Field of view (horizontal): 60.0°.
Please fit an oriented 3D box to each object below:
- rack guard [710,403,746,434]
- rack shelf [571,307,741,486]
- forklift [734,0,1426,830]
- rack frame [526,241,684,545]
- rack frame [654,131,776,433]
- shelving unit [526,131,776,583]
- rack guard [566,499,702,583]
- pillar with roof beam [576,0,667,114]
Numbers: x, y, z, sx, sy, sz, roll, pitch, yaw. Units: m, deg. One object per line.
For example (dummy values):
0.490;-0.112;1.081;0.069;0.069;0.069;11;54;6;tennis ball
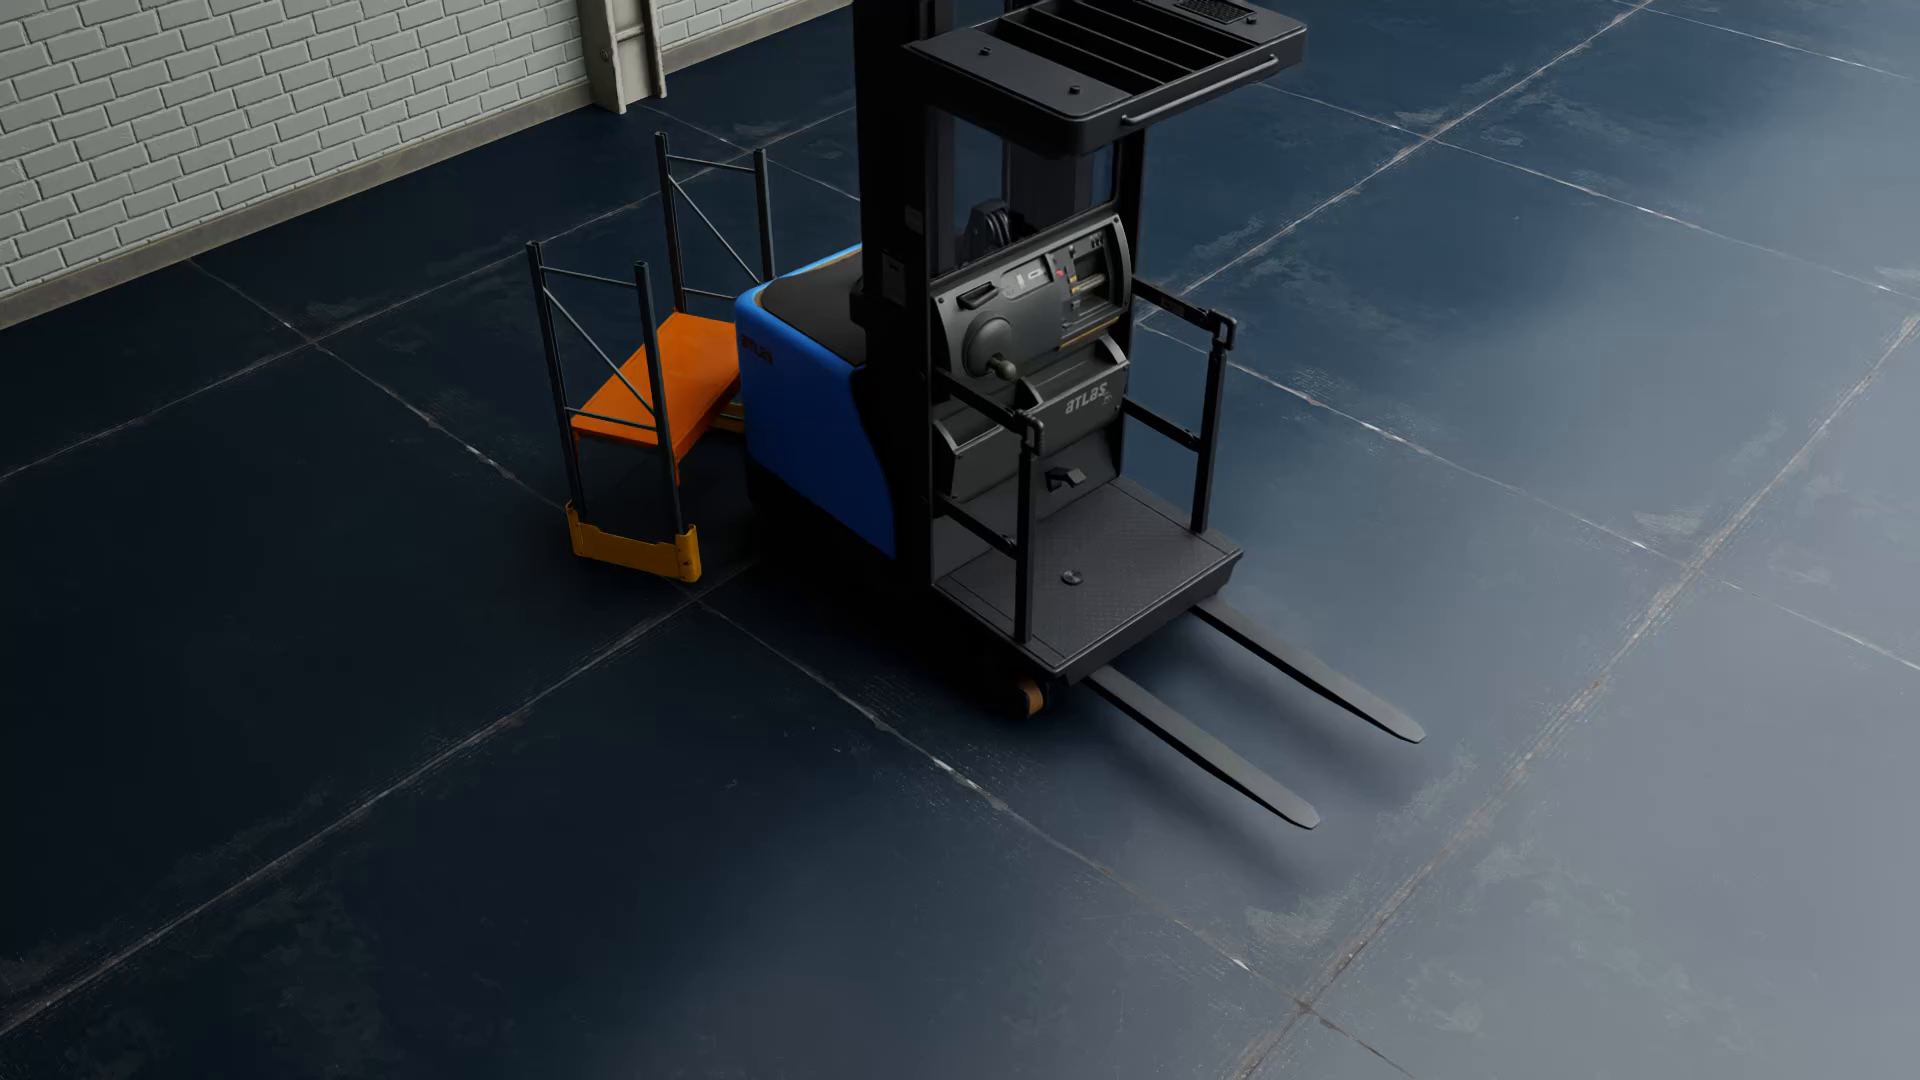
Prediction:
-1.044;-0.583;7.783;0.587;0.250;0.087;13;40;15;rack guard
-1.217;-0.635;7.132;0.538;0.185;1.000;13;40;15;rack shelf
0.421;-0.825;5.932;1.130;2.935;3.031;-30;47;-32;forklift
-1.389;-0.478;6.646;0.500;1.500;0.032;13;40;15;rack frame
-1.044;-1.073;7.395;0.500;1.500;0.032;13;40;15;rack frame
-1.214;-0.781;7.027;0.587;1.500;1.083;13;40;15;shelving unit
-1.383;0.000;7.050;0.587;0.250;0.087;13;40;15;rack guard
1.011;-4.605;5.811;9.100;9.000;0.400;30;47;32;pillar with roof beam
